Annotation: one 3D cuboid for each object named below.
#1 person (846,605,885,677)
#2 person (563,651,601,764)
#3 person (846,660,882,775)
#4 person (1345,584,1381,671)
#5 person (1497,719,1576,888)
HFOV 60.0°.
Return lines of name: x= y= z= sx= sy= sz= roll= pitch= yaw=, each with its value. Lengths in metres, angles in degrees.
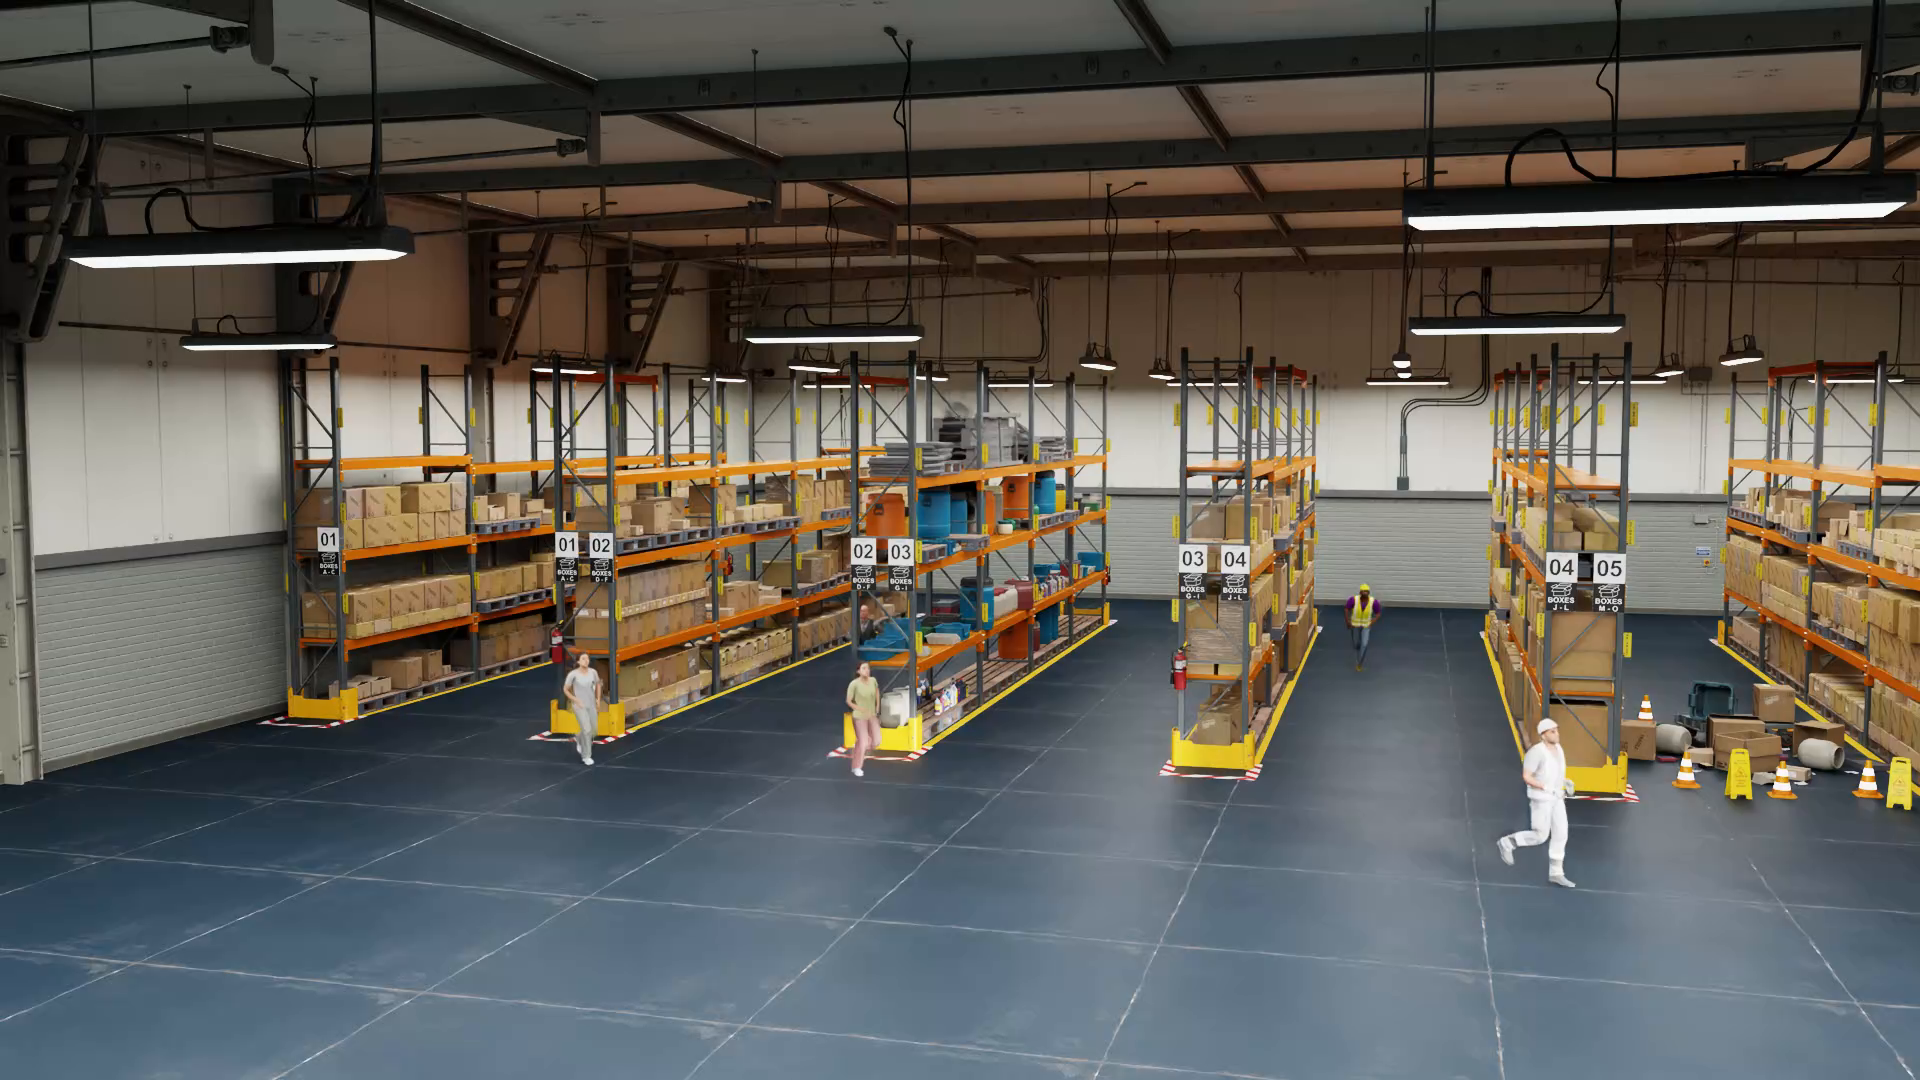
person: x=-1.664 y=1.993 z=28.983 sx=0.657 sy=1.707 sz=0.971 roll=1 pitch=4 yaw=10
person: x=-5.499 y=2.413 z=24.171 sx=0.585 sy=1.629 sz=0.636 roll=-4 pitch=6 yaw=-41
person: x=-1.326 y=2.489 z=23.293 sx=0.607 sy=1.630 sz=0.604 roll=-3 pitch=5 yaw=-33
person: x=8.041 y=1.725 z=33.221 sx=0.705 sy=1.726 sz=0.762 roll=1 pitch=4 yaw=15
person: x=6.302 y=2.806 z=18.013 sx=0.664 sy=1.779 sz=0.874 roll=-3 pitch=5 yaw=-35
